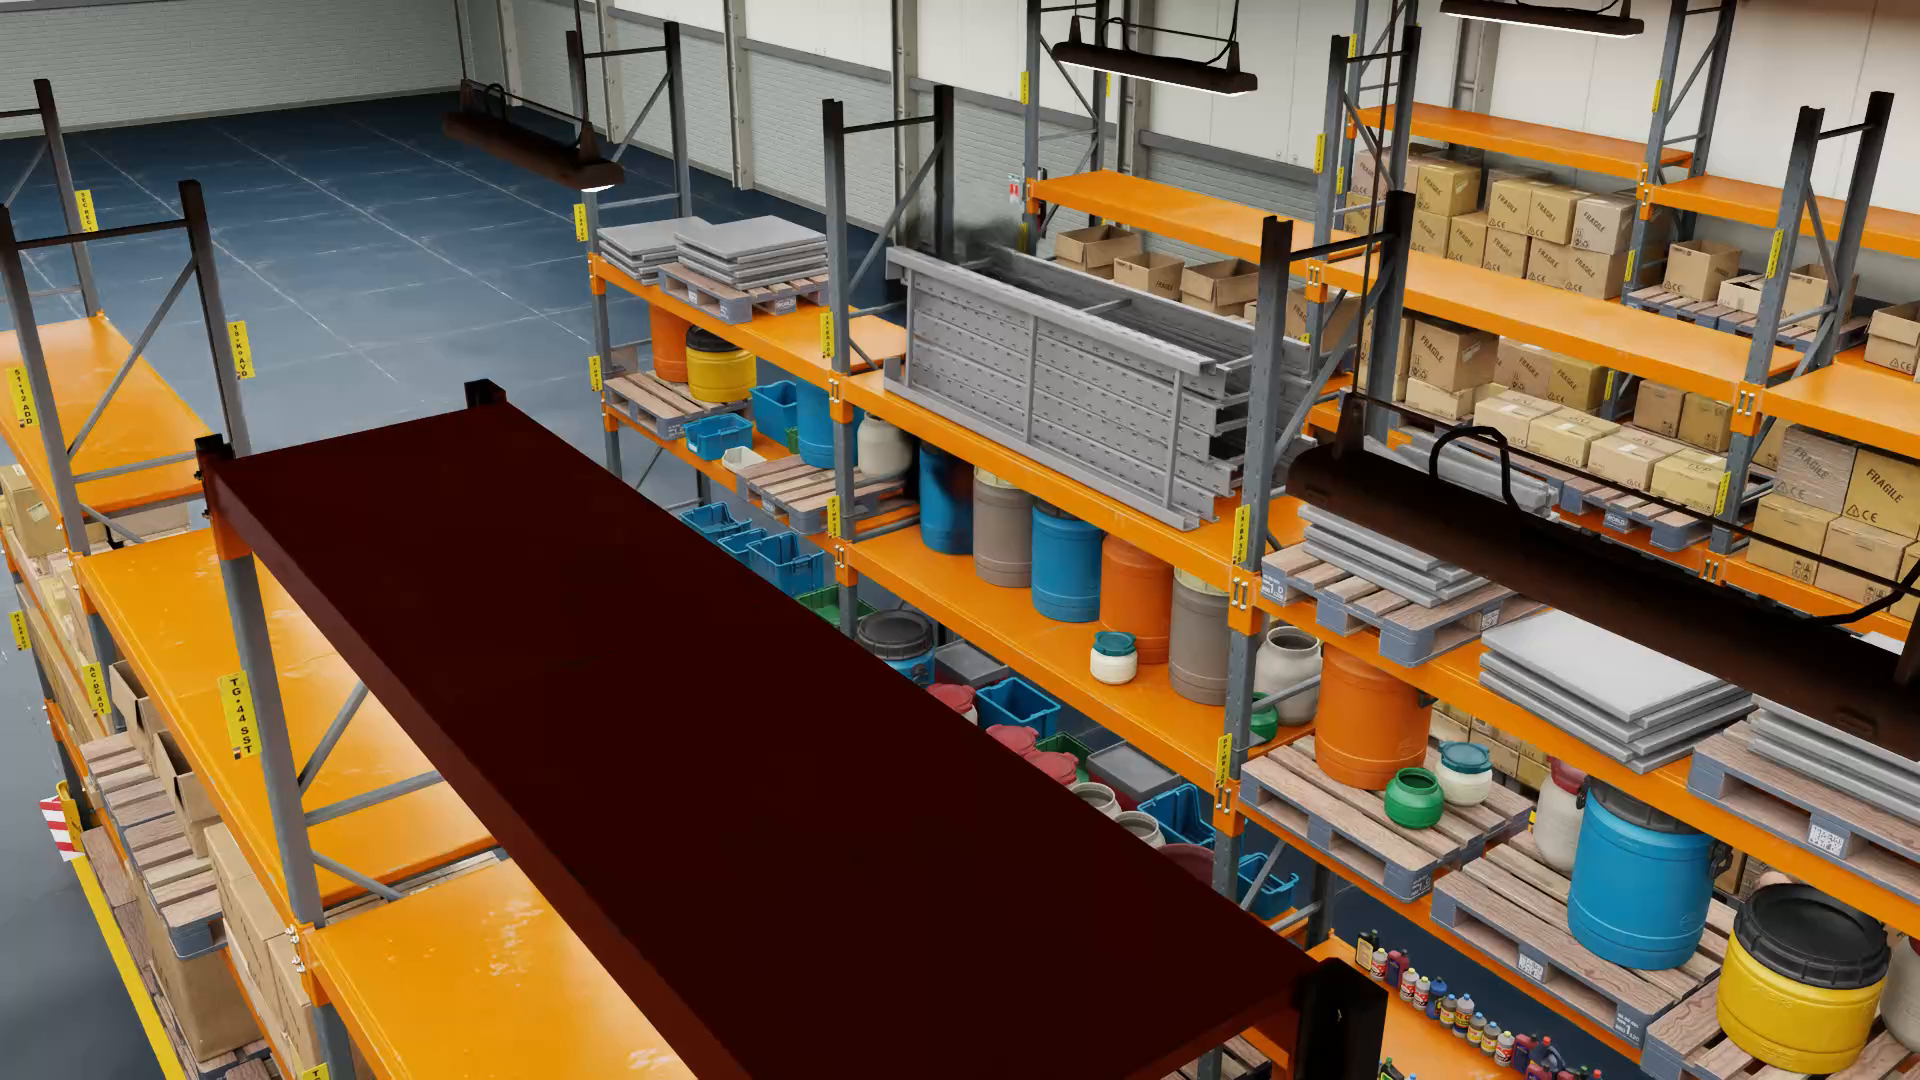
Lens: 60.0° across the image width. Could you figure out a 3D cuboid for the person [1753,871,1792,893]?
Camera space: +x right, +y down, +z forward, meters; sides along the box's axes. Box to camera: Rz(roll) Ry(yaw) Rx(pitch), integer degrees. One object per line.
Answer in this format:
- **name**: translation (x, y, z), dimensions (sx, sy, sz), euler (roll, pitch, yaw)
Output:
- **person**: translation (5.053, 2.902, 10.595), dimensions (0.693, 1.792, 0.972), euler (-18, 30, -34)
